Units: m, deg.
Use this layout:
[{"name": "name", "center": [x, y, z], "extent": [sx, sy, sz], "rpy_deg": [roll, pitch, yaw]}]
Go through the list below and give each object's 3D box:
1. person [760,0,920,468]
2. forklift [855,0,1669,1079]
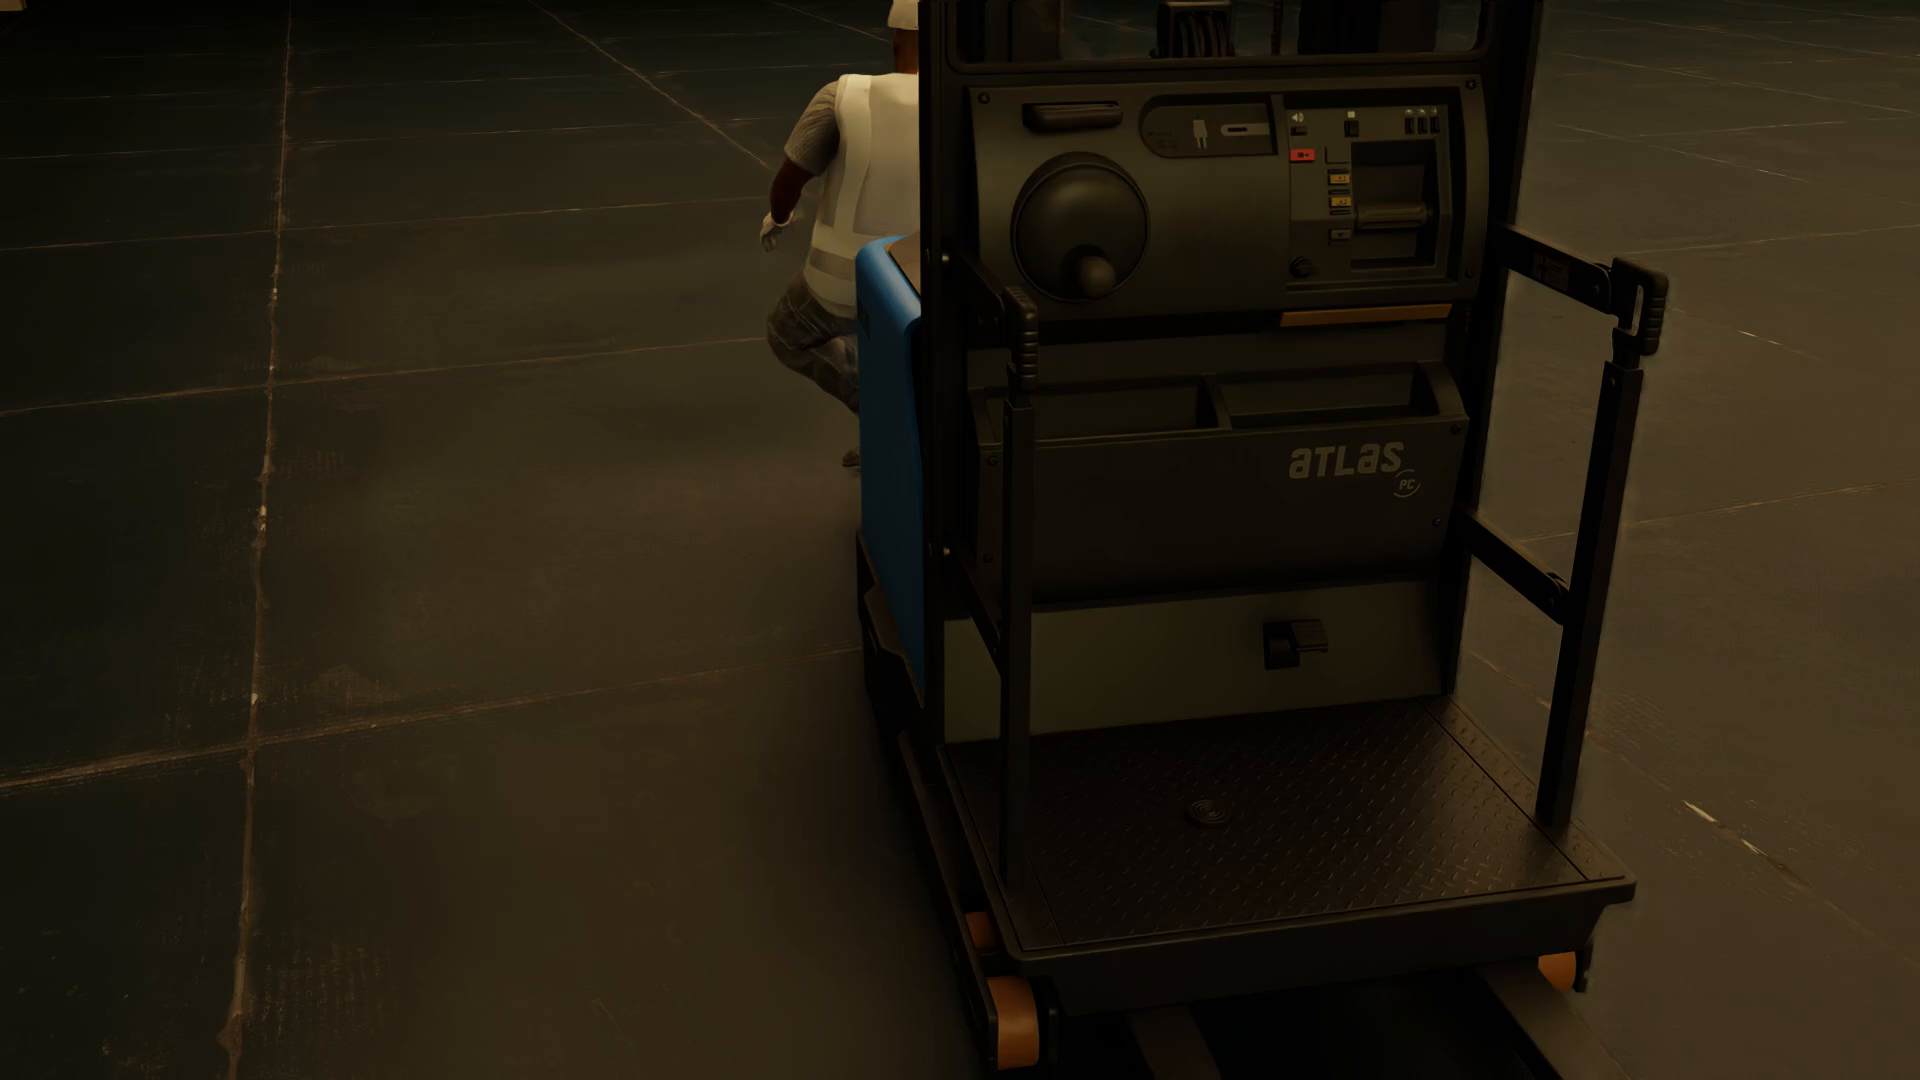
[{"name": "person", "center": [-0.191, -0.873, 5.084], "extent": [0.826, 1.617, 0.748], "rpy_deg": [-6, 24, -15]}, {"name": "forklift", "center": [0.520, -0.586, 2.693], "extent": [1.130, 2.935, 3.031], "rpy_deg": [-4, 23, -10]}]
